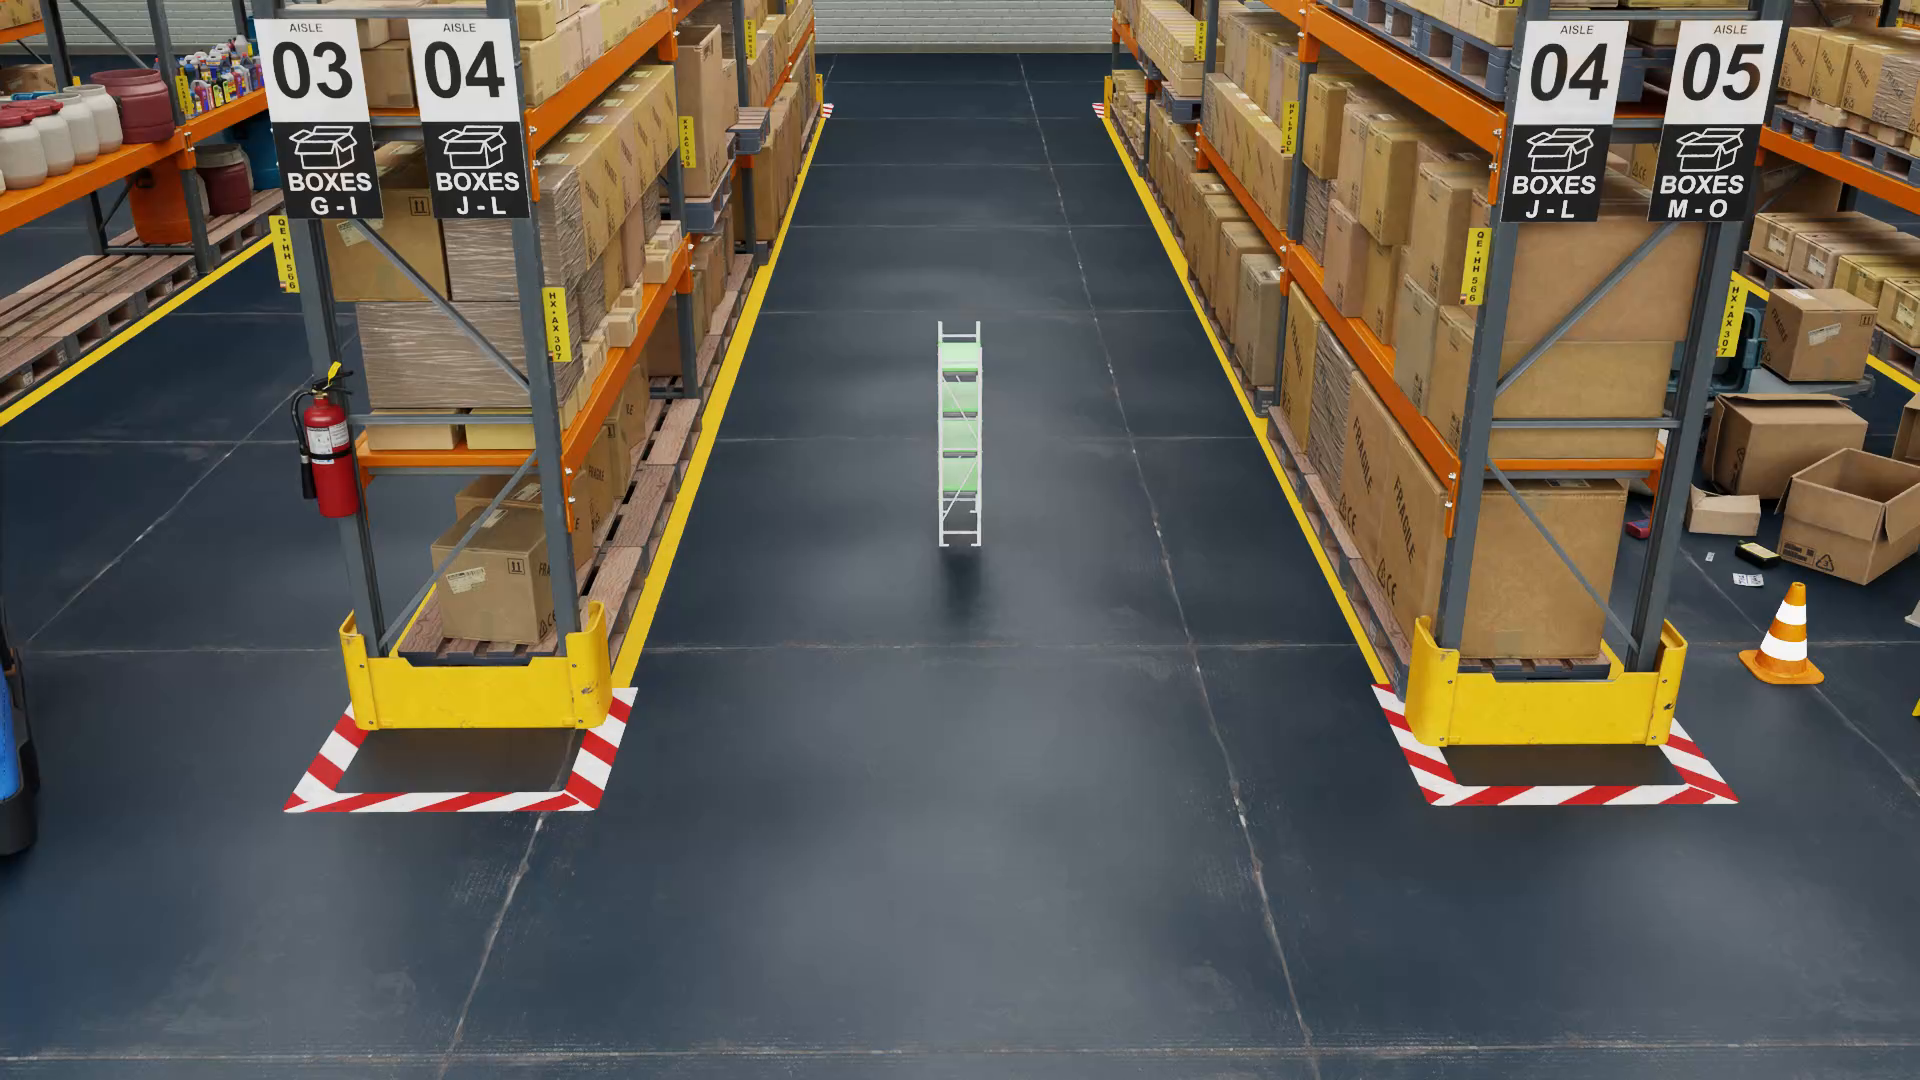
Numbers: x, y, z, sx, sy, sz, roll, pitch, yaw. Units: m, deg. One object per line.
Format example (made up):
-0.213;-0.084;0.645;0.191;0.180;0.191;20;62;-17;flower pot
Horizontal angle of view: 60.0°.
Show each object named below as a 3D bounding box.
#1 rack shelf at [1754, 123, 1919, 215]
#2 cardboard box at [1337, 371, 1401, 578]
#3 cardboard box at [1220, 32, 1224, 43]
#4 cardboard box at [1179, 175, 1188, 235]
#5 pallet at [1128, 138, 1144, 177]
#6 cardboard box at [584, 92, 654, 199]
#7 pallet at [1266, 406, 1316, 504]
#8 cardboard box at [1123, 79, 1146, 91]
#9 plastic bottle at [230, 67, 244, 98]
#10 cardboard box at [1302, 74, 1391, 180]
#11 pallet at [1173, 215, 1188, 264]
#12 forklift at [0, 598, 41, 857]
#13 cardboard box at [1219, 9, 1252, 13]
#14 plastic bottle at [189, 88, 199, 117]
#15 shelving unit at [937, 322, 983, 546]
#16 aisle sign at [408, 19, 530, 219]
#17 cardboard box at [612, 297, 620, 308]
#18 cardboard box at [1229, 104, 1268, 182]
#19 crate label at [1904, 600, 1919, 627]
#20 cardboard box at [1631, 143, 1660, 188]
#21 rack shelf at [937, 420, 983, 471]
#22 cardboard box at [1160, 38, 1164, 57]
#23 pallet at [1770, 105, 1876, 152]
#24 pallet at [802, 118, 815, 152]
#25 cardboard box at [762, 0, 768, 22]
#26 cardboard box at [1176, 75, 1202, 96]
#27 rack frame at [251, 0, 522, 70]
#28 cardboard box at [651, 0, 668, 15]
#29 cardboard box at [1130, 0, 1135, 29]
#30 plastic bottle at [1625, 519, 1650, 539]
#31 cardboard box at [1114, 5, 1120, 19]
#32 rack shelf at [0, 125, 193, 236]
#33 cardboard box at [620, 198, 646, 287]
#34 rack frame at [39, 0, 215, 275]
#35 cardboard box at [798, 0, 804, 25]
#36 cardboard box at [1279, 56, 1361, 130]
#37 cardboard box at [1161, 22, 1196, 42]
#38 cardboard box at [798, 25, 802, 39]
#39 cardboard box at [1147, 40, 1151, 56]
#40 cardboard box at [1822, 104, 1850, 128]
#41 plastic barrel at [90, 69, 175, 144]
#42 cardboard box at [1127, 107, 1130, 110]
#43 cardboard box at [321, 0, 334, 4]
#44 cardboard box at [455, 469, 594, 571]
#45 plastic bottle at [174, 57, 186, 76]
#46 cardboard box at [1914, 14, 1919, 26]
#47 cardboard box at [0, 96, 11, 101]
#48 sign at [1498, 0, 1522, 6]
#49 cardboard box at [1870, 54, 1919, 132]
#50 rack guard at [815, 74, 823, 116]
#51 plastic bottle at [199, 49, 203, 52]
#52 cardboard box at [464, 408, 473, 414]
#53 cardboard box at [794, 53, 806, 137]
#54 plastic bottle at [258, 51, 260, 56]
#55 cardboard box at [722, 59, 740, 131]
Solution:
7.580;-2.709;12.972;1.077;0.370;4.000;0;24;-1;rack shelf
2.612;-0.365;8.986;0.875;0.875;0.875;-1;24;-1;cardboard box
2.786;-4.951;16.492;0.380;0.149;0.250;0;24;0;cardboard box
2.341;-3.119;15.531;0.500;0.500;0.500;0;24;-1;cardboard box
2.523;-4.451;19.336;1.003;0.211;1.213;0;24;-1;pallet
-2.016;-2.208;9.297;0.500;0.500;0.500;0;24;-1;cardboard box
2.584;-0.564;10.742;1.003;0.211;1.213;0;24;-1;pallet
2.272;-5.720;20.985;0.380;0.149;0.250;-1;24;-3;cardboard box
-6.952;-4.397;15.973;0.061;0.283;0.133;0;24;-1;plastic bottle
2.623;-2.557;10.271;0.875;0.550;0.550;0;24;-1;cardboard box
2.603;-2.848;15.792;1.003;0.211;1.213;0;24;-1;pallet
-4.985;-0.444;7.176;1.130;2.935;3.031;-14;28;-27;forklift
2.774;-5.303;16.909;0.380;0.149;0.250;0;24;-1;cardboard box
-6.959;-3.963;15.028;0.097;0.271;0.097;0;24;0;plastic bottle
-0.002;-0.615;9.654;0.258;1.200;0.503;0;24;-1;shelving unit
-1.963;-1.680;6.670;0.394;0.787;0.004;0;24;-1;aisle sign
-2.083;-1.245;9.167;0.380;0.149;0.250;0;24;-1;cardboard box
2.361;-3.034;12.696;0.500;0.500;0.500;-1;24;-1;cardboard box
5.174;0.390;8.721;0.250;0.136;0.298;-14;28;-28;crate label
7.619;-4.105;17.255;0.875;0.875;0.875;0;24;1;cardboard box
-0.002;-0.557;9.680;0.258;0.148;0.480;0;24;-1;rack shelf
2.133;-4.742;16.030;0.380;0.149;0.250;0;24;1;cardboard box
7.673;-3.480;14.038;1.213;0.211;1.003;0;24;-1;pallet
-2.341;-5.012;20.575;1.003;0.211;1.213;0;24;-1;pallet
-2.379;-5.704;17.383;0.797;0.503;0.637;-1;24;-2;cardboard box
2.145;-4.075;14.915;0.380;0.149;0.250;0;24;0;cardboard box
-2.264;-3.253;6.023;1.000;3.000;0.127;0;24;-1;rack frame
-2.041;-3.280;9.904;0.500;0.250;0.500;1;24;1;cardboard box
2.270;-6.243;19.432;0.500;0.500;0.500;0;24;-1;cardboard box
4.096;-0.074;9.840;0.283;0.061;0.133;-9;26;-19;plastic bottle
2.198;-6.844;21.547;0.380;0.149;0.250;0;24;-1;cardboard box
-7.282;-2.642;12.825;1.077;0.370;4.000;0;24;-1;rack shelf
-2.288;-1.752;9.501;0.875;0.500;0.500;0;24;-1;cardboard box
-7.304;-3.794;14.499;1.000;3.000;0.127;0;24;-1;rack frame
-2.147;-6.348;19.967;0.500;0.250;0.500;0;24;0;cardboard box
2.635;-3.066;11.555;0.700;0.500;0.500;-1;24;-1;cardboard box
2.134;-4.878;15.968;0.380;0.149;0.250;1;24;2;cardboard box
-2.080;-6.007;19.698;0.380;0.149;0.250;0;24;0;cardboard box
2.120;-5.037;17.042;0.380;0.149;0.250;0;24;0;cardboard box
7.285;-3.460;13.555;0.380;0.149;0.250;0;24;0;cardboard box
-6.996;-3.666;14.051;0.600;0.536;0.708;0;24;-1;plastic barrel
2.294;-5.348;20.885;0.380;0.149;0.250;0;24;0;cardboard box
-2.577;-2.333;7.326;0.380;0.149;0.250;-1;24;-3;cardboard box
-2.295;-0.076;8.801;0.500;0.500;0.500;6;25;13;cardboard box
-7.711;-4.604;16.350;0.144;0.351;0.185;0;24;-1;plastic bottle
12.200;-6.503;20.794;0.380;0.149;0.250;0;24;0;cardboard box
-12.111;-5.403;20.859;0.500;0.250;0.500;0;24;-1;cardboard box
2.154;-2.238;6.439;0.100;0.325;0.005;0;24;-1;sign
7.355;-3.407;12.651;0.500;0.500;0.500;-1;24;-3;cardboard box
-2.438;-5.984;22.374;1.175;0.500;0.348;0;24;-1;rack guard
-7.760;-4.870;17.020;0.061;0.283;0.133;0;24;-1;plastic bottle
-2.475;-0.625;7.796;0.380;0.149;0.250;0;24;-1;cardboard box
-2.332;-5.331;19.966;0.875;0.875;0.875;0;24;-1;cardboard box
-7.135;-4.856;17.003;0.097;0.271;0.097;0;24;0;plastic bottle
-2.199;-3.601;13.441;0.700;0.500;0.500;3;25;7;cardboard box
